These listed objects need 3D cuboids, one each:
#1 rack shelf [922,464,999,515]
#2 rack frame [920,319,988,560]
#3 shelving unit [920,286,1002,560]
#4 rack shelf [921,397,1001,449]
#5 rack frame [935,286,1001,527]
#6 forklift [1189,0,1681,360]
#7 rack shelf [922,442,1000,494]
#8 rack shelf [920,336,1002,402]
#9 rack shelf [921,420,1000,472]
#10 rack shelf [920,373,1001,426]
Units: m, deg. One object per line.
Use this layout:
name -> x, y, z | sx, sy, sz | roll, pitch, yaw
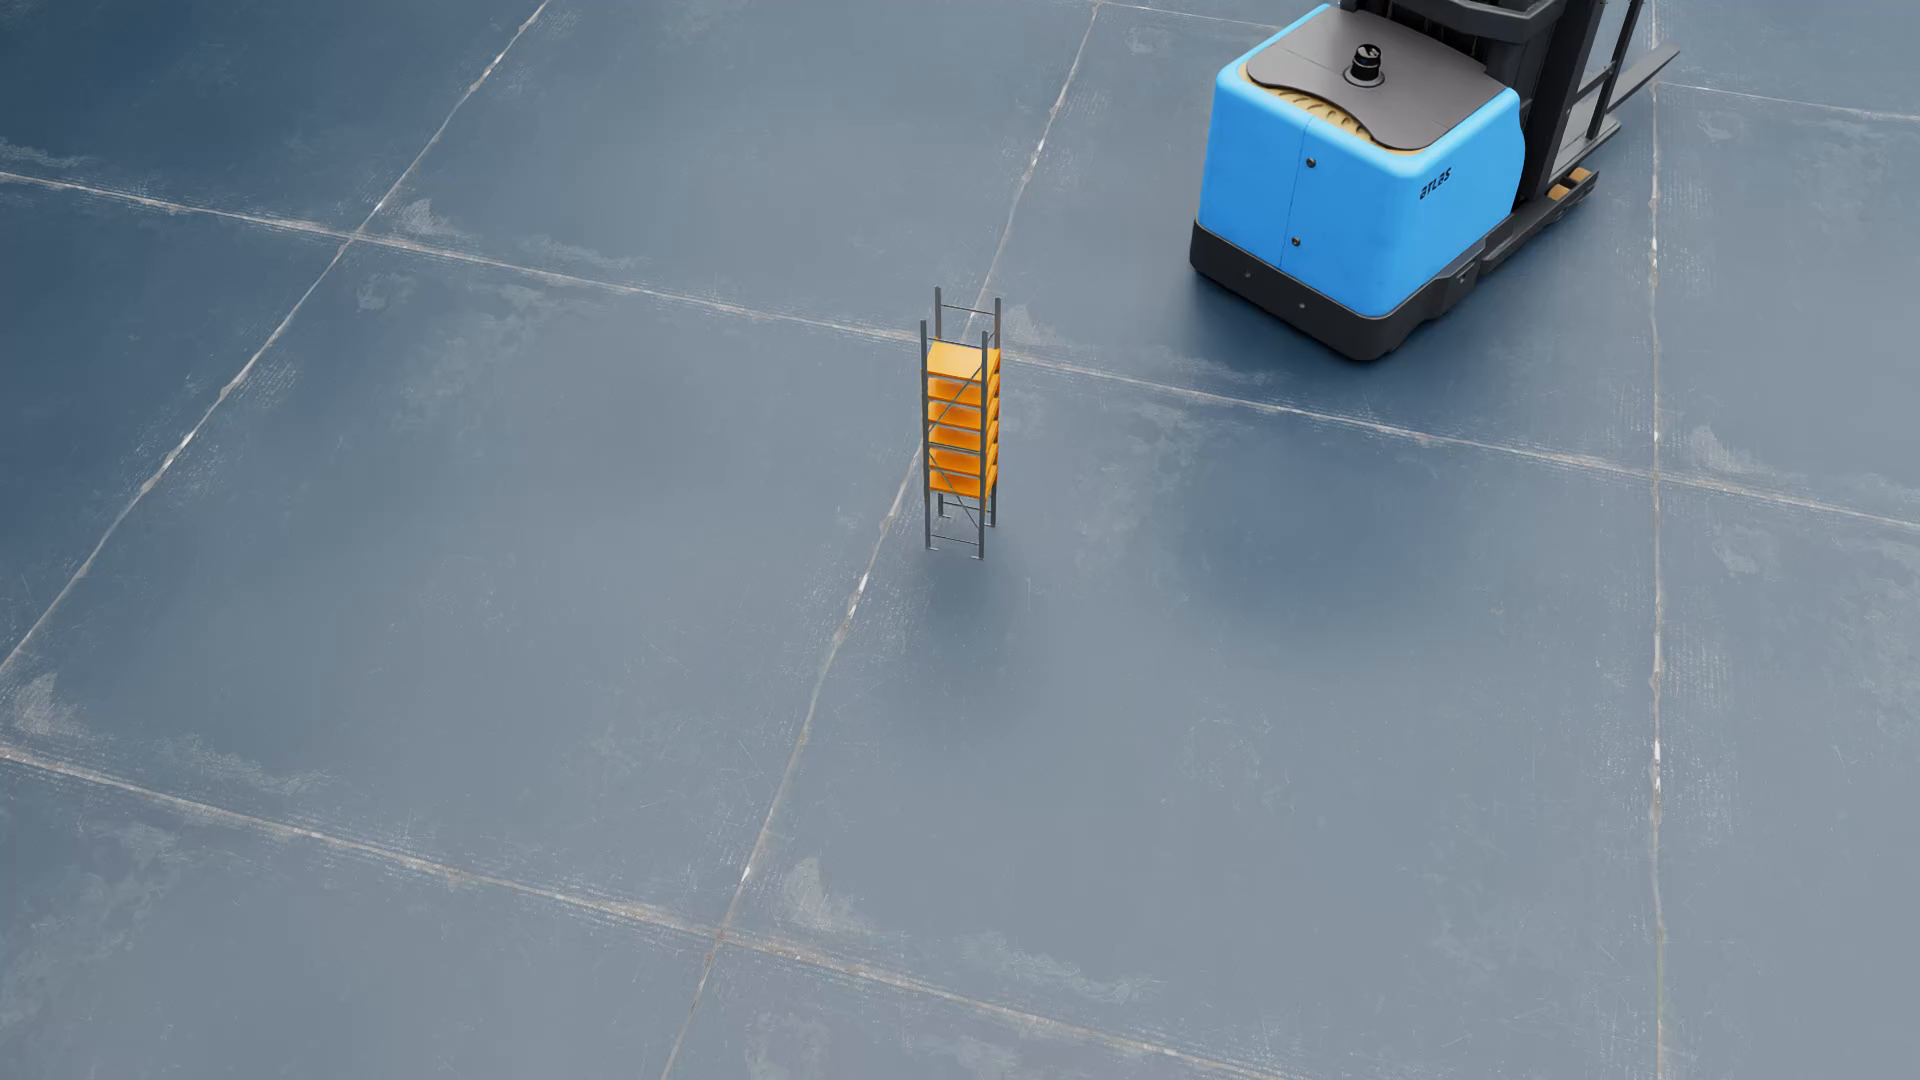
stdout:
rack shelf -> 0.004, -0.219, 6.442 | 0.258, 0.103, 0.180 | 12, 50, 10
rack frame -> -0.020, -0.341, 6.170 | 0.240, 1.200, 0.006 | 12, 50, 10
shelving unit -> 0.004, -0.407, 6.228 | 0.258, 1.200, 0.189 | 12, 50, 10
rack shelf -> 0.004, -0.458, 6.172 | 0.258, 0.103, 0.180 | 12, 50, 10
rack frame -> 0.028, -0.474, 6.287 | 0.240, 1.200, 0.006 | 12, 50, 10
forklift -> 2.453, -2.759, 7.149 | 1.130, 2.935, 3.031 | 36, 58, 28
rack shelf -> 0.004, -0.299, 6.352 | 0.258, 0.103, 0.180 | 12, 50, 10
rack shelf -> 0.004, -0.616, 5.992 | 0.258, 0.103, 0.180 | 12, 50, 10
rack shelf -> 0.004, -0.378, 6.262 | 0.258, 0.103, 0.180 | 12, 50, 10
rack shelf -> 0.004, -0.537, 6.082 | 0.258, 0.103, 0.180 | 12, 50, 10
